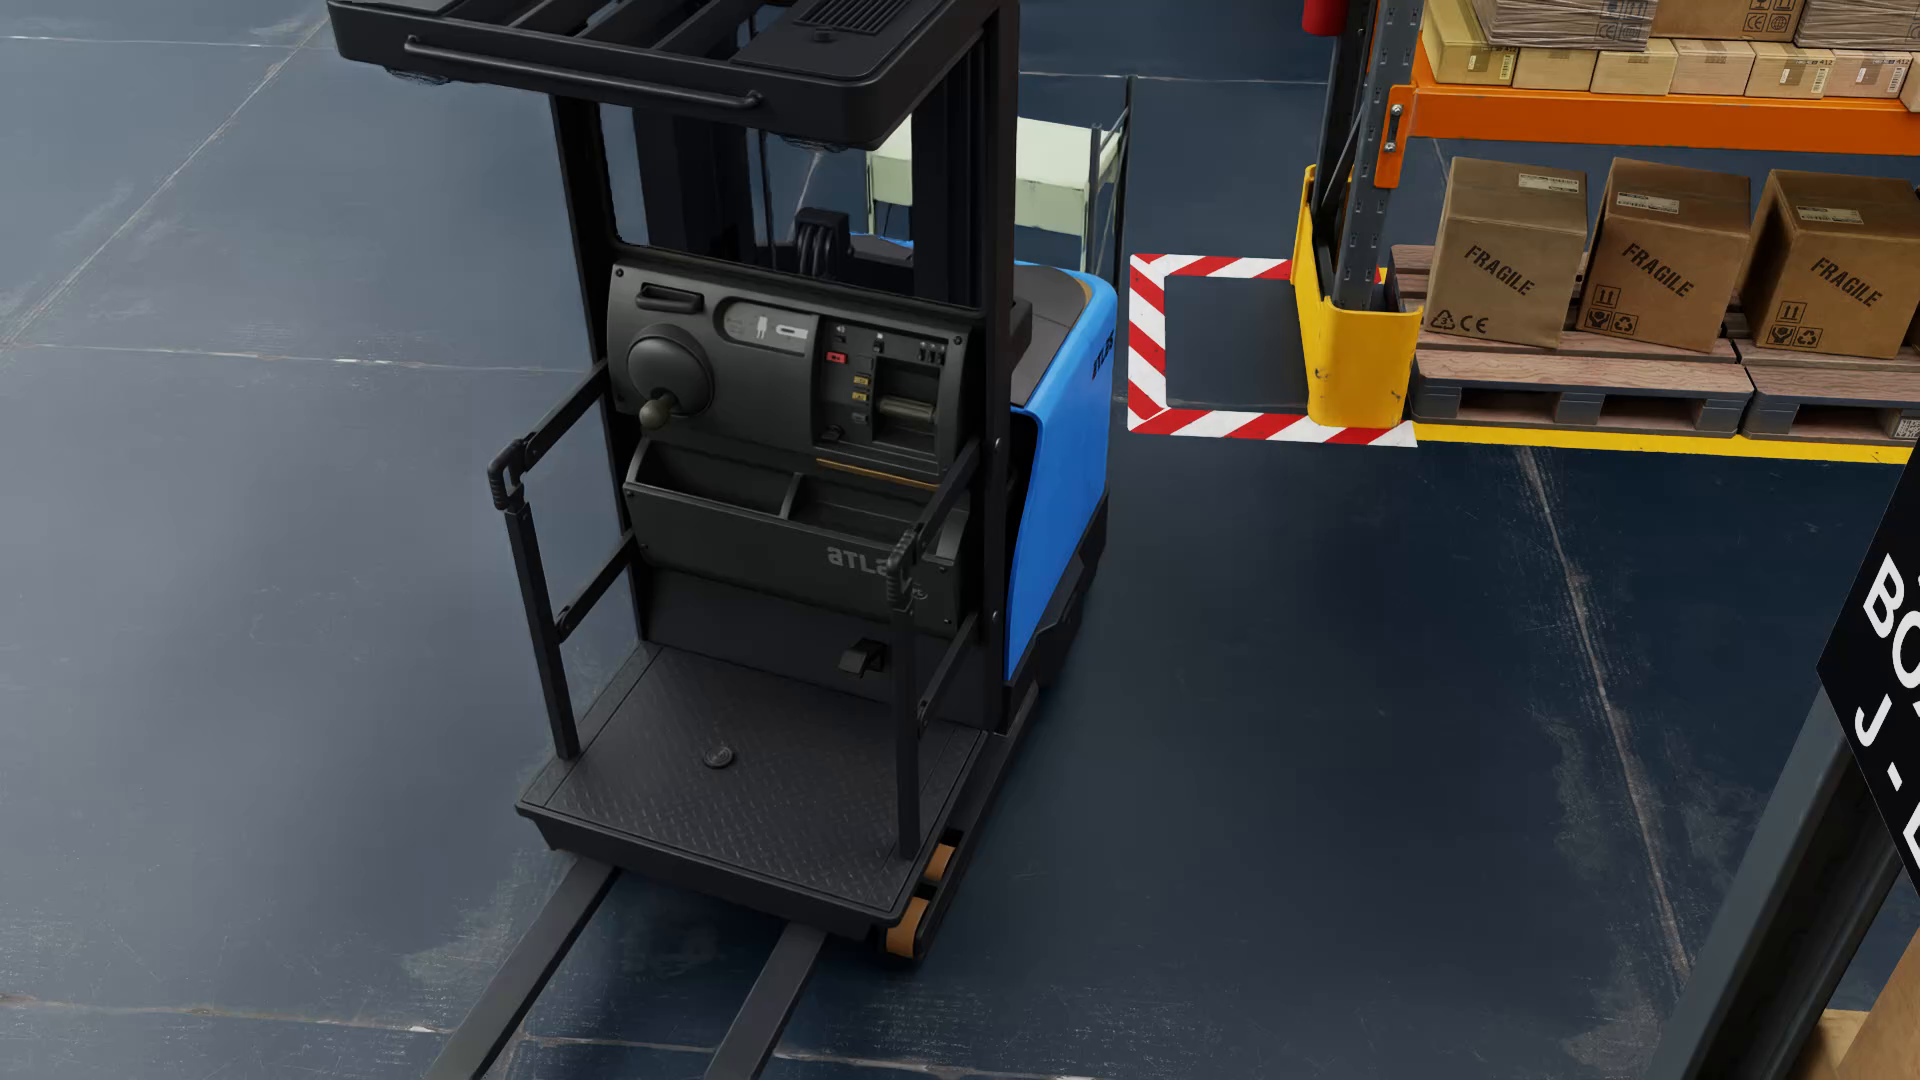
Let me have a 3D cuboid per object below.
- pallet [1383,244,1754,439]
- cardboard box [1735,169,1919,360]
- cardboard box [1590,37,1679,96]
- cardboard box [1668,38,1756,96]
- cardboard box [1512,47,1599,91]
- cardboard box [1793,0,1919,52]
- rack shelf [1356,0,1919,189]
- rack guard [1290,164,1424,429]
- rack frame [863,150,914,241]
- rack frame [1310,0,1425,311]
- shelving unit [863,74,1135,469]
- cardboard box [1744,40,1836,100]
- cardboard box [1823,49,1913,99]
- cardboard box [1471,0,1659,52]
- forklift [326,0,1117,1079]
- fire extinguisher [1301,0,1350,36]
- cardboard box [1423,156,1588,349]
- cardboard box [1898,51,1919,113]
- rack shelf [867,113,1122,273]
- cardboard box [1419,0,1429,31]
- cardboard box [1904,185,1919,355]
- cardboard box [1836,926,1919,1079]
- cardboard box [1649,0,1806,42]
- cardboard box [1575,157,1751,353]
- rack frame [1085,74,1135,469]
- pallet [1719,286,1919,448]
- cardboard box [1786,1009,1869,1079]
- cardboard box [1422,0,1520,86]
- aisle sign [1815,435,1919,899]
[{"bbox_3d":[2.351,-0.806,6.573,1.213,0.211,1.003,3,39,4],"label":"pallet"},{"bbox_3d":[3.310,-1.050,6.311,0.500,0.500,0.500,7,40,8],"label":"cardboard box"},{"bbox_3d":[2.227,-1.646,5.596,0.250,0.149,0.380,3,39,4],"label":"cardboard box"},{"bbox_3d":[2.478,-1.646,5.595,0.250,0.149,0.380,3,39,4],"label":"cardboard box"},{"bbox_3d":[1.980,-1.669,5.624,0.250,0.149,0.380,3,39,4],"label":"cardboard box"},{"bbox_3d":[3.017,-2.059,5.588,0.500,0.500,0.875,3,39,4],"label":"cardboard box"},{"bbox_3d":[3.461,-1.570,5.873,4.000,0.370,1.077,3,39,4],"label":"rack shelf"},{"bbox_3d":[1.545,-0.984,6.563,0.348,0.500,1.175,3,39,4],"label":"rack guard"},{"bbox_3d":[-0.224,-0.900,5.667,0.023,1.500,0.400,13,41,16],"label":"rack frame"},{"bbox_3d":[1.469,-1.958,5.779,0.127,3.000,1.000,3,39,4],"label":"rack frame"},{"bbox_3d":[0.119,-0.819,5.568,0.755,1.500,0.431,13,41,16],"label":"shelving unit"},{"bbox_3d":[2.727,-1.628,5.573,0.250,0.149,0.380,3,39,4],"label":"cardboard box"},{"bbox_3d":[2.978,-1.631,5.577,0.250,0.149,0.380,3,39,4],"label":"cardboard box"},{"bbox_3d":[2.014,-2.065,5.596,0.500,0.500,0.875,3,39,4],"label":"cardboard box"},{"bbox_3d":[-0.498,-0.333,3.838,1.130,2.935,3.031,13,41,16],"label":"forklift"},{"bbox_3d":[1.395,-2.224,6.168,0.183,0.674,0.296,3,39,4],"label":"fire extinguisher"},{"bbox_3d":[2.090,-1.107,6.381,0.500,0.500,0.500,10,40,12],"label":"cardboard box"},{"bbox_3d":[3.218,-1.552,5.480,0.250,0.149,0.380,3,39,4],"label":"cardboard box"},{"bbox_3d":[0.119,-1.122,5.322,0.720,0.370,0.431,13,41,16],"label":"rack shelf"},{"bbox_3d":[1.771,-1.975,5.999,0.250,0.149,0.380,3,39,4],"label":"cardboard box"},{"bbox_3d":[3.862,-0.991,6.239,0.500,0.500,0.500,0,39,0],"label":"cardboard box"},{"bbox_3d":[1.307,0.723,1.511,0.550,0.550,0.875,3,39,4],"label":"cardboard box"},{"bbox_3d":[2.523,-2.113,5.655,0.500,0.500,0.875,3,39,4],"label":"cardboard box"},{"bbox_3d":[2.688,-1.096,6.368,0.500,0.500,0.500,13,41,15],"label":"cardboard box"},{"bbox_3d":[0.462,-0.739,5.470,0.023,1.500,0.400,13,41,16],"label":"rack frame"},{"bbox_3d":[3.563,-0.738,6.489,1.213,0.211,1.003,3,39,4],"label":"pallet"},{"bbox_3d":[1.314,1.089,1.917,0.550,0.550,0.875,3,39,4],"label":"cardboard box"},{"bbox_3d":[1.732,-1.695,5.655,0.250,0.149,0.380,3,39,4],"label":"cardboard box"},{"bbox_3d":[0.895,-0.045,1.370,0.004,0.787,0.394,3,39,4],"label":"aisle sign"}]
